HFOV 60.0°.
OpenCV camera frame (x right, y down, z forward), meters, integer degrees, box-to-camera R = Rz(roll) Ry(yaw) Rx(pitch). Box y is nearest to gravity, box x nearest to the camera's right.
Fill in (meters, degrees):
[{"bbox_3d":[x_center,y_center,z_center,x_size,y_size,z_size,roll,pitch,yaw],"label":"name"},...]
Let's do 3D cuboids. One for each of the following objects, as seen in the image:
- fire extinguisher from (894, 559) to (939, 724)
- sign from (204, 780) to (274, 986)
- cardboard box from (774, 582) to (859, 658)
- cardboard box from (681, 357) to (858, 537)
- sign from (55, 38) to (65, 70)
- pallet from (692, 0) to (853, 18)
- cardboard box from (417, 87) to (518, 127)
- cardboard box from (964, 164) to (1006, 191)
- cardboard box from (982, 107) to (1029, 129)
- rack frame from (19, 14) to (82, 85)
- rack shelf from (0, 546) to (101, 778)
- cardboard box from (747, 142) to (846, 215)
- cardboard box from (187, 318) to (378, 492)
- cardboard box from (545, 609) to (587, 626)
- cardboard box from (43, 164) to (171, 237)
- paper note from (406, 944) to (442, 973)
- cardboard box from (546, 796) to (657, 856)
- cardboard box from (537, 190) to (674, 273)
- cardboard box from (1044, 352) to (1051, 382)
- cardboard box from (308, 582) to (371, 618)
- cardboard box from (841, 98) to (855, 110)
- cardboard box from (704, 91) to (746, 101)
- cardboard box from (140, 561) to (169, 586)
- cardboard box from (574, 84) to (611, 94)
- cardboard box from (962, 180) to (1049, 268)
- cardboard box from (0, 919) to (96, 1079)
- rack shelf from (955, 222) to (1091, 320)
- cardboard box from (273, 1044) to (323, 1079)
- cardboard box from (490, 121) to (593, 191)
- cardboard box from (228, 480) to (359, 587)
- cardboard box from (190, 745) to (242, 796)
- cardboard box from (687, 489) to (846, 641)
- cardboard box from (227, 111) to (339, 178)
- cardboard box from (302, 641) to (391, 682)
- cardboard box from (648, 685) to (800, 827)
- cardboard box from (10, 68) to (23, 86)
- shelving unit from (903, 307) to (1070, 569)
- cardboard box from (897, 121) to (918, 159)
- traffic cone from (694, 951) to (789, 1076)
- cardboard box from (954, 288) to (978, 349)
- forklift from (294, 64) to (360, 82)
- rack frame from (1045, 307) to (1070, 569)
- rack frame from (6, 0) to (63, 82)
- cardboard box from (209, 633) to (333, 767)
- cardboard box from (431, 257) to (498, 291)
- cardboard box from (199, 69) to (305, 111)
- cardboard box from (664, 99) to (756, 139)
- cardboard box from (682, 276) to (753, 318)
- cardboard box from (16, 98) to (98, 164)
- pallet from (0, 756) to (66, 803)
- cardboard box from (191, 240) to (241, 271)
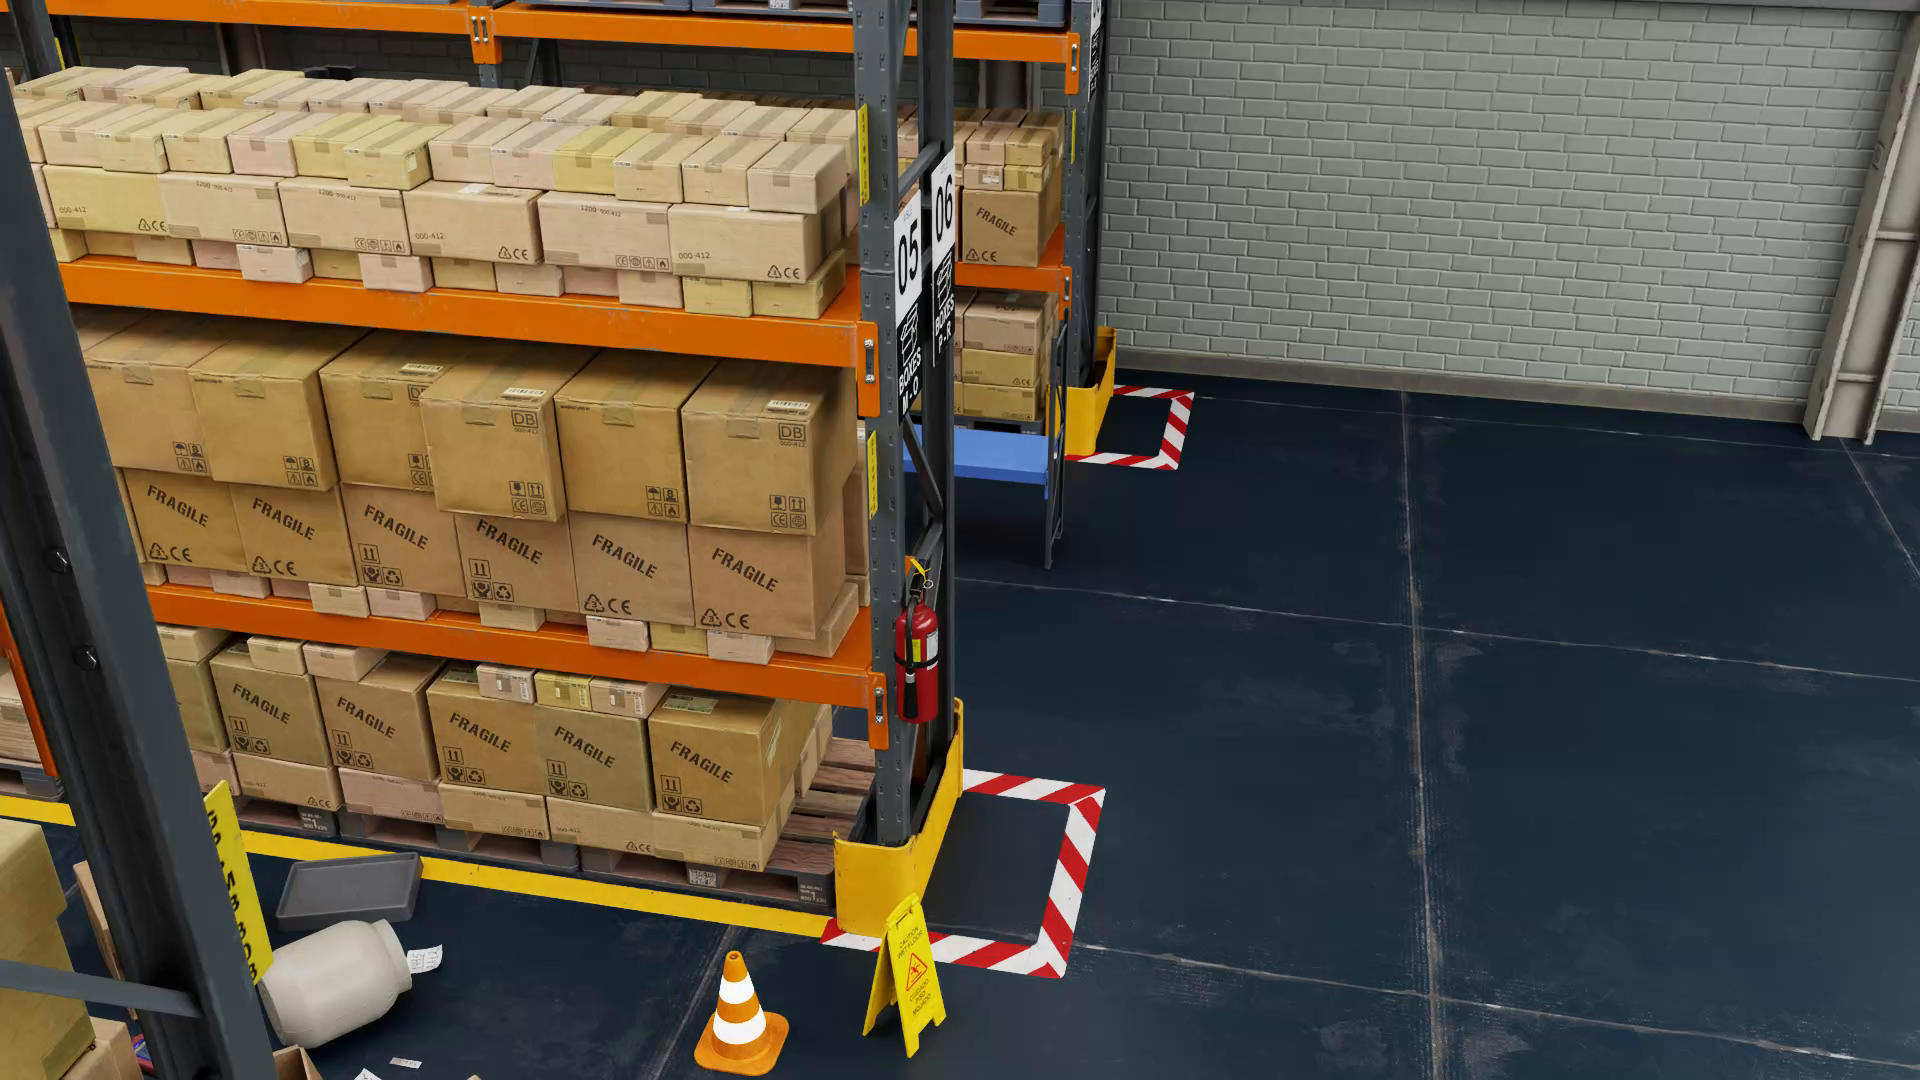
[{"bbox_3d":[-0.174,0.409,6.621,0.183,0.674,0.296,6,29,11],"label":"fire extinguisher"},{"bbox_3d":[-1.002,0.489,2.280,0.005,0.325,0.100,6,29,11],"label":"sign"},{"bbox_3d":[-0.600,0.321,6.964,0.250,0.149,0.380,7,29,12],"label":"cardboard box"},{"bbox_3d":[-0.734,-0.414,6.589,0.500,0.500,0.700,5,29,9],"label":"cardboard box"},{"bbox_3d":[-3.995,-2.052,7.374,0.005,0.325,0.100,6,29,11],"label":"sign"},{"bbox_3d":[-1.039,-3.665,10.952,1.213,0.211,1.003,6,29,11],"label":"pallet"},{"bbox_3d":[-1.976,-1.706,6.713,0.250,0.149,0.380,6,29,12],"label":"cardboard box"},{"bbox_3d":[0.190,-2.427,10.942,0.250,0.149,0.380,6,29,11],"label":"cardboard box"},{"bbox_3d":[0.313,-2.833,11.373,0.250,0.149,0.380,7,29,12],"label":"cardboard box"},{"bbox_3d":[-6.980,-2.986,12.743,0.127,3.000,1.000,6,29,11],"label":"rack frame"},{"bbox_3d":[-3.080,0.141,1.949,4.000,0.370,1.077,6,29,11],"label":"rack shelf"},{"bbox_3d":[-0.582,-1.303,5.976,0.250,0.149,0.380,6,29,11],"label":"cardboard box"},{"bbox_3d":[-2.736,-0.596,6.922,0.500,0.500,0.700,5,29,9],"label":"cardboard box"},{"bbox_3d":[-1.596,0.208,7.169,0.250,0.149,0.380,6,29,11],"label":"cardboard box"},{"bbox_3d":[-3.222,-1.414,6.594,0.500,0.250,0.500,6,29,10],"label":"cardboard box"},{"bbox_3d":[-2.295,1.791,7.108,0.148,0.019,0.142,-4,29,-7],"label":"paper note"},{"bbox_3d":[-1.541,1.159,7.597,0.500,0.250,0.500,6,29,11],"label":"cardboard box"},{"bbox_3d":[-1.235,-1.215,6.230,0.500,0.250,0.500,5,29,10],"label":"cardboard box"},{"bbox_3d":[0.404,-1.303,12.094,0.500,0.250,0.500,6,29,11],"label":"cardboard box"},{"bbox_3d":[-2.611,0.172,7.237,0.250,0.149,0.380,6,29,11],"label":"cardboard box"},{"bbox_3d":[-0.688,-2.958,11.602,0.250,0.149,0.380,5,29,9],"label":"cardboard box"},{"bbox_3d":[-1.687,-3.058,11.784,0.250,0.149,0.380,5,29,10],"label":"cardboard box"},{"bbox_3d":[-3.602,0.040,7.477,0.250,0.149,0.380,7,29,12],"label":"cardboard box"},{"bbox_3d":[-2.693,-3.154,11.960,0.250,0.149,0.380,6,29,11],"label":"cardboard box"},{"bbox_3d":[0.308,-2.154,11.118,0.500,0.500,0.500,5,29,9],"label":"cardboard box"},{"bbox_3d":[-1.542,0.705,2.182,0.500,0.250,0.500,6,29,10],"label":"cardboard box"},{"bbox_3d":[-1.112,-2.069,11.816,4.000,0.370,1.077,6,29,11],"label":"rack shelf"},{"bbox_3d":[-2.436,2.255,5.768,0.637,0.503,0.797,-14,32,-24],"label":"cardboard box"},{"bbox_3d":[-1.554,-1.441,6.229,0.250,0.149,0.380,6,29,11],"label":"cardboard box"},{"bbox_3d":[-2.745,-0.157,7.161,0.500,0.500,0.500,6,29,10],"label":"cardboard box"},{"bbox_3d":[-3.580,0.954,7.971,0.500,0.250,0.500,5,29,8],"label":"cardboard box"},{"bbox_3d":[-0.778,0.048,6.786,0.500,0.500,0.500,5,29,10],"label":"cardboard box"},{"bbox_3d":[-2.576,-1.519,6.371,0.250,0.149,0.380,5,29,10],"label":"cardboard box"},{"bbox_3d":[-2.704,0.458,7.422,0.250,0.149,0.380,8,30,13],"label":"cardboard box"},{"bbox_3d":[-1.027,0.883,7.321,0.500,0.500,0.500,6,29,11],"label":"cardboard box"},{"bbox_3d":[-7.451,-3.339,12.846,0.500,0.500,0.500,7,30,13],"label":"cardboard box"},{"bbox_3d":[0.083,-0.649,10.036,1.048,1.500,0.538,6,29,11],"label":"shelving unit"},{"bbox_3d":[-0.288,-2.663,11.064,0.250,0.149,0.380,6,29,11],"label":"cardboard box"},{"bbox_3d":[-0.879,1.823,6.600,0.334,0.463,0.336,6,29,11],"label":"traffic cone"},{"bbox_3d":[-0.172,-1.549,11.502,0.500,0.250,0.500,6,29,11],"label":"cardboard box"},{"bbox_3d":[-3.002,-1.072,9.317,3.031,2.935,1.130,5,29,9],"label":"forklift"},{"bbox_3d":[0.581,-0.598,9.943,0.032,1.500,0.500,6,29,11],"label":"rack frame"},{"bbox_3d":[-4.101,-2.885,6.311,0.127,3.000,1.000,6,29,11],"label":"rack frame"},{"bbox_3d":[-3.054,0.674,7.703,0.500,0.500,0.500,7,29,13],"label":"cardboard box"},{"bbox_3d":[-1.843,-1.104,6.443,0.250,0.149,0.380,5,29,9],"label":"cardboard box"},{"bbox_3d":[-2.958,-1.857,6.988,0.250,0.149,0.380,7,29,12],"label":"cardboard box"},{"bbox_3d":[-0.976,-1.611,6.539,0.250,0.149,0.380,6,29,11],"label":"cardboard box"},{"bbox_3d":[-0.847,-0.972,6.202,0.250,0.149,0.380,6,29,11],"label":"cardboard box"},{"bbox_3d":[-3.601,-1.612,6.540,0.250,0.149,0.380,7,29,12],"label":"cardboard box"},{"bbox_3d":[-4.863,0.892,8.562,1.213,0.211,1.003,6,29,11],"label":"pallet"},{"bbox_3d":[-2.842,-1.211,6.639,0.250,0.149,0.380,5,29,9],"label":"cardboard box"}]
